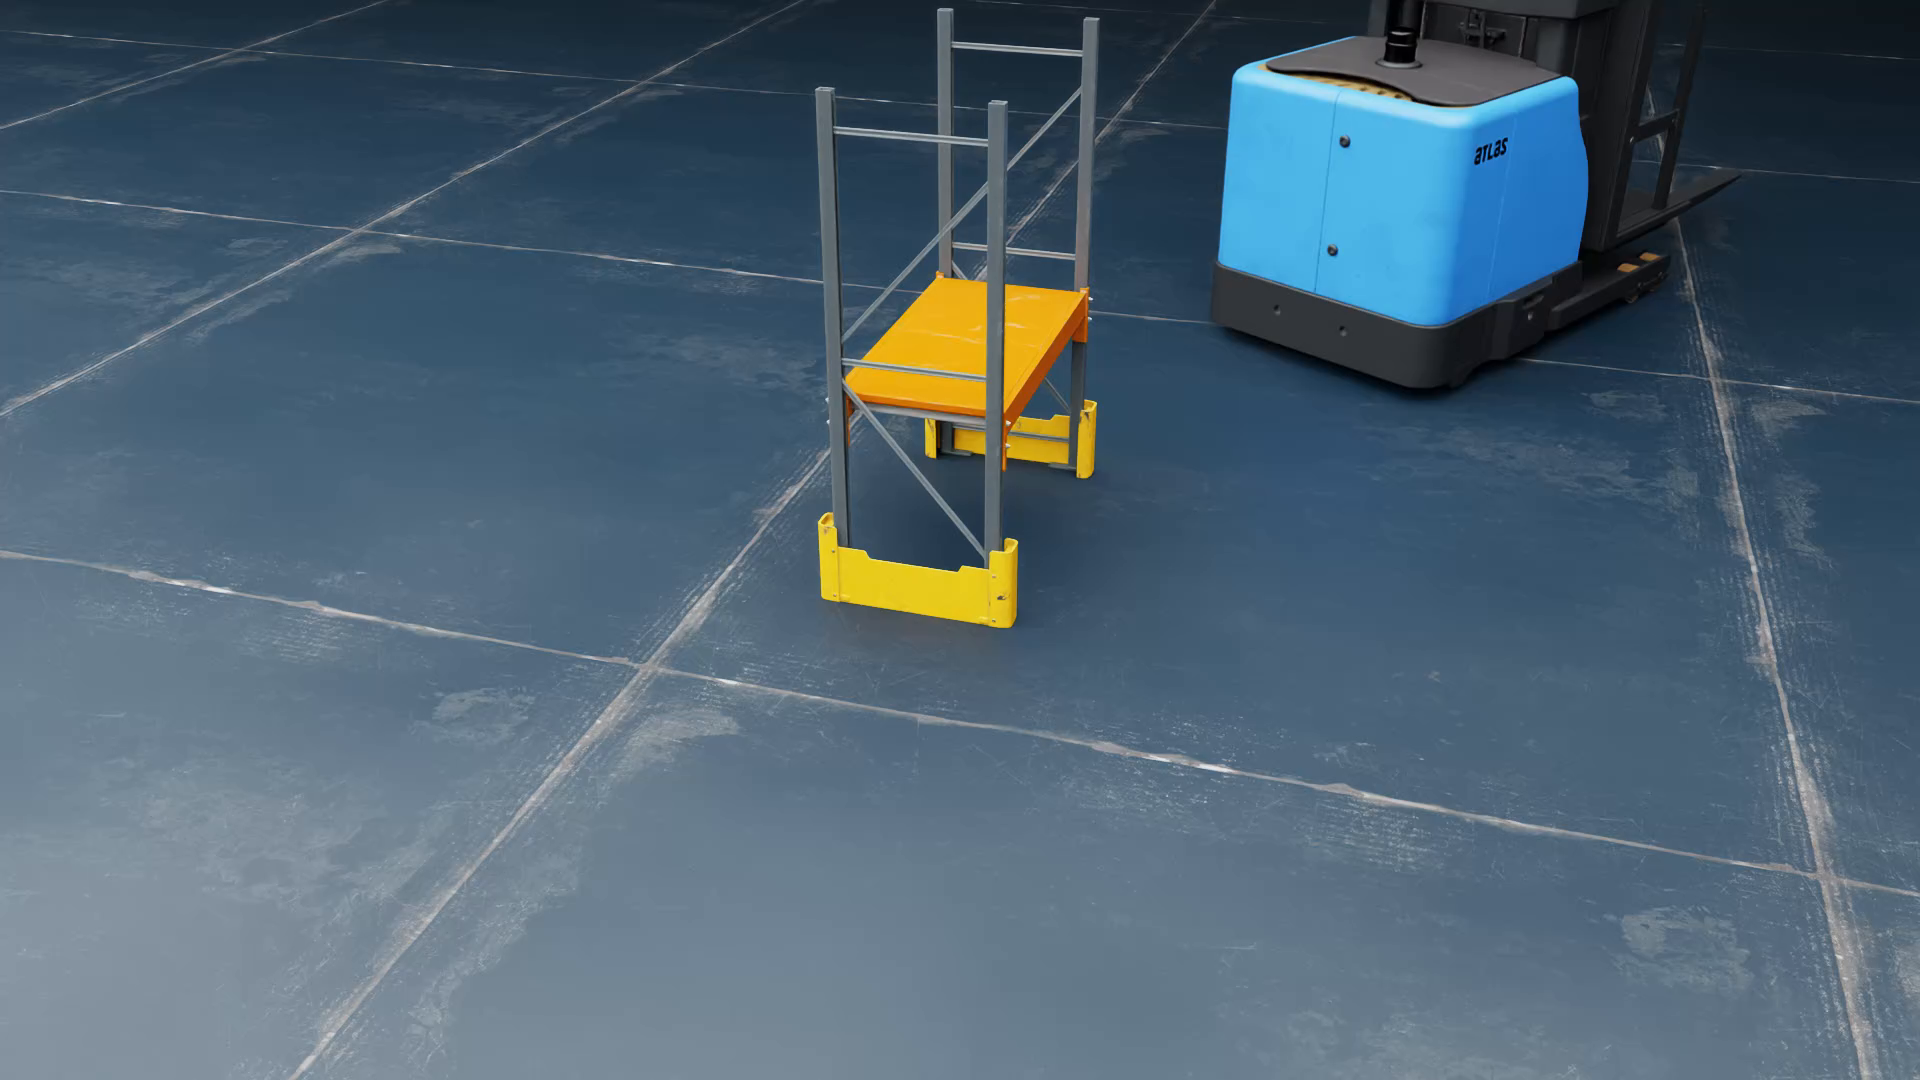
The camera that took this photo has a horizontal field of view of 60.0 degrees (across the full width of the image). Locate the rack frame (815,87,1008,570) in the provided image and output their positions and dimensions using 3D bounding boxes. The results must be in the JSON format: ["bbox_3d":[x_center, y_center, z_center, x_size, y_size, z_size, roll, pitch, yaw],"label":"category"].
[{"bbox_3d":[-0.124,-0.459,4.532,0.500,1.500,0.032,8,30,15],"label":"rack frame"}]

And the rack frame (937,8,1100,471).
[{"bbox_3d":[0.174,-0.931,5.381,0.500,1.500,0.032,8,30,15],"label":"rack frame"}]

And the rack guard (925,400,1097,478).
[{"bbox_3d":[0.169,-0.376,5.669,0.587,0.250,0.087,8,30,15],"label":"rack guard"}]

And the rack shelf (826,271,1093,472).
[{"bbox_3d":[0.025,-0.538,5.044,0.538,0.185,1.000,8,30,15],"label":"rack shelf"}]

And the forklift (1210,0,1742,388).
[{"bbox_3d":[2.418,-2.447,6.633,3.031,2.935,1.130,-25,38,-37],"label":"forklift"}]

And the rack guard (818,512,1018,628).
[{"bbox_3d":[-0.124,0.087,4.837,0.587,0.250,0.087,8,30,15],"label":"rack guard"}]

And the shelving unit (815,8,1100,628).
[{"bbox_3d":[0.022,-0.691,4.949,0.587,1.500,1.083,8,30,15],"label":"shelving unit"}]
